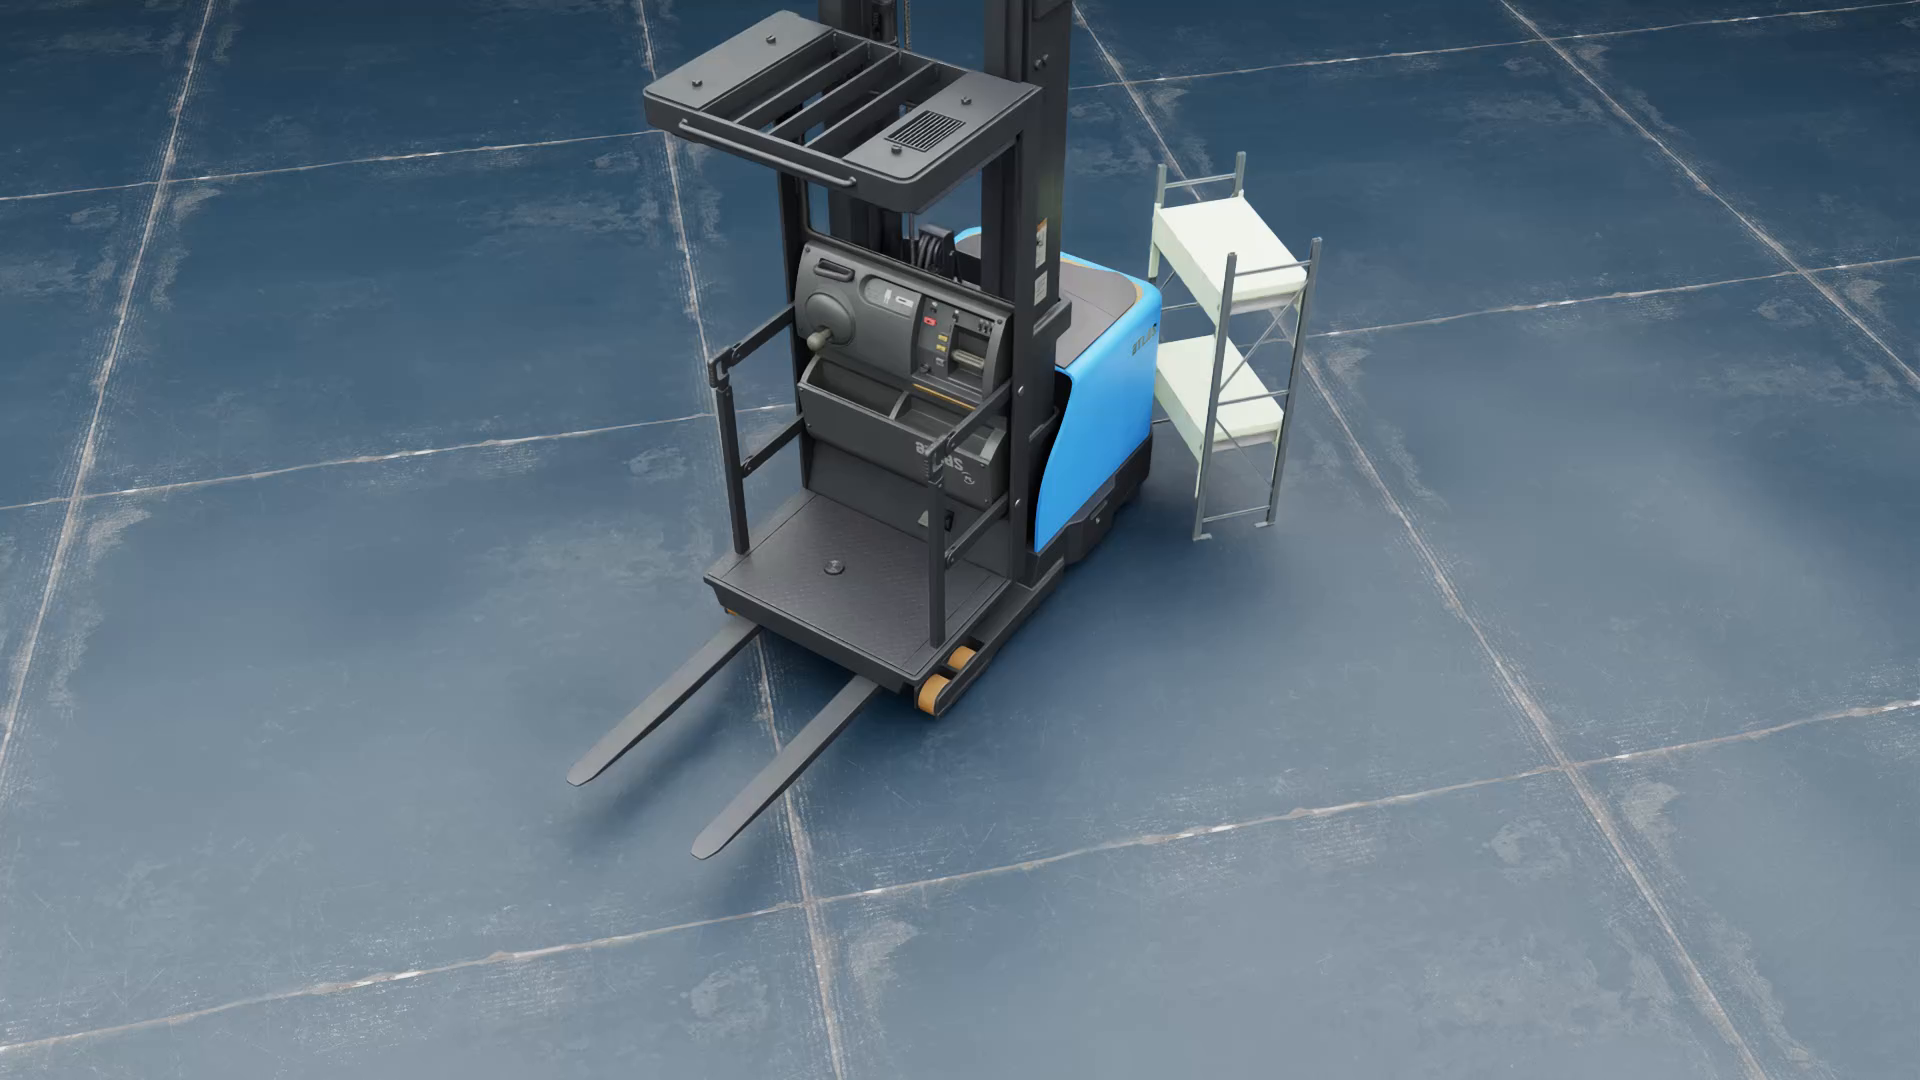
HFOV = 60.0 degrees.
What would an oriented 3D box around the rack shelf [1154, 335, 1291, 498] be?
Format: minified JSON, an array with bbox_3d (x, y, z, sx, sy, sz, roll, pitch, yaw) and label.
[{"bbox_3d":[1.139,-0.590,7.557,0.431,0.370,0.720,-11,43,-13],"label":"rack shelf"}]

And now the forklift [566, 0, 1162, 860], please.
[{"bbox_3d":[-0.351,-0.749,6.167,1.130,2.935,3.031,24,47,25],"label":"forklift"}]

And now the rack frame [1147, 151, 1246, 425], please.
[{"bbox_3d":[1.034,-1.066,7.602,0.400,1.500,0.023,-11,43,-13],"label":"rack frame"}]

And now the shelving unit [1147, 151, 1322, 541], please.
[{"bbox_3d":[1.140,-0.834,7.340,0.431,1.500,0.755,-11,43,-13],"label":"shelving unit"}]

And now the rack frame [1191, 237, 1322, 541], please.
[{"bbox_3d":[1.246,-0.601,7.078,0.400,1.500,0.023,-11,43,-13],"label":"rack frame"}]

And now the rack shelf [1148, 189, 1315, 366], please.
[{"bbox_3d":[1.141,-1.126,7.081,0.431,0.370,0.720,-11,43,-13],"label":"rack shelf"}]
